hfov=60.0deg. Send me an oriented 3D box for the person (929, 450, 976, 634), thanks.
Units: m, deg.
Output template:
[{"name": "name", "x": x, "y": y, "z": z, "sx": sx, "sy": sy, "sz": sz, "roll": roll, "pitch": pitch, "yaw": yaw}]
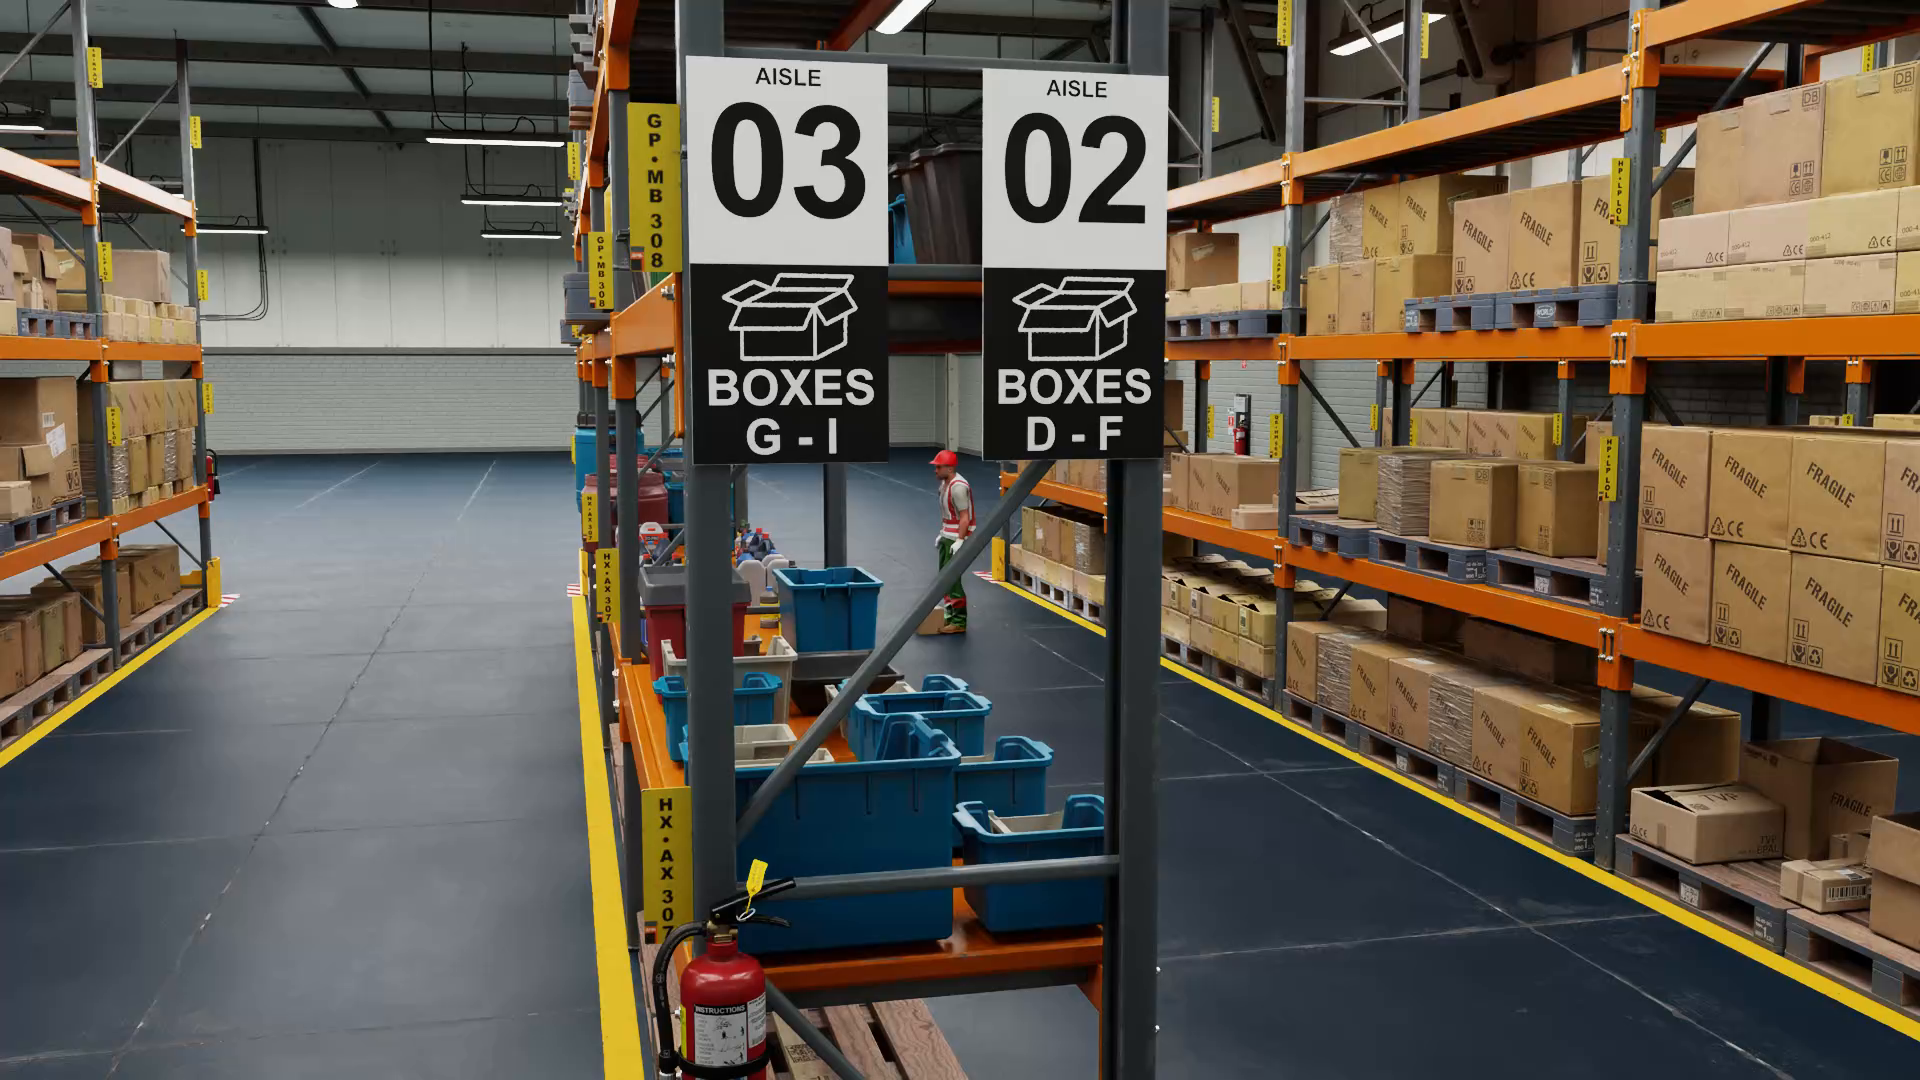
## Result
[{"name": "person", "x": -0.087, "y": 0.014, "z": 16.198, "sx": 0.453, "sy": 1.778, "sz": 0.616, "roll": -2, "pitch": 6, "yaw": -17}]
